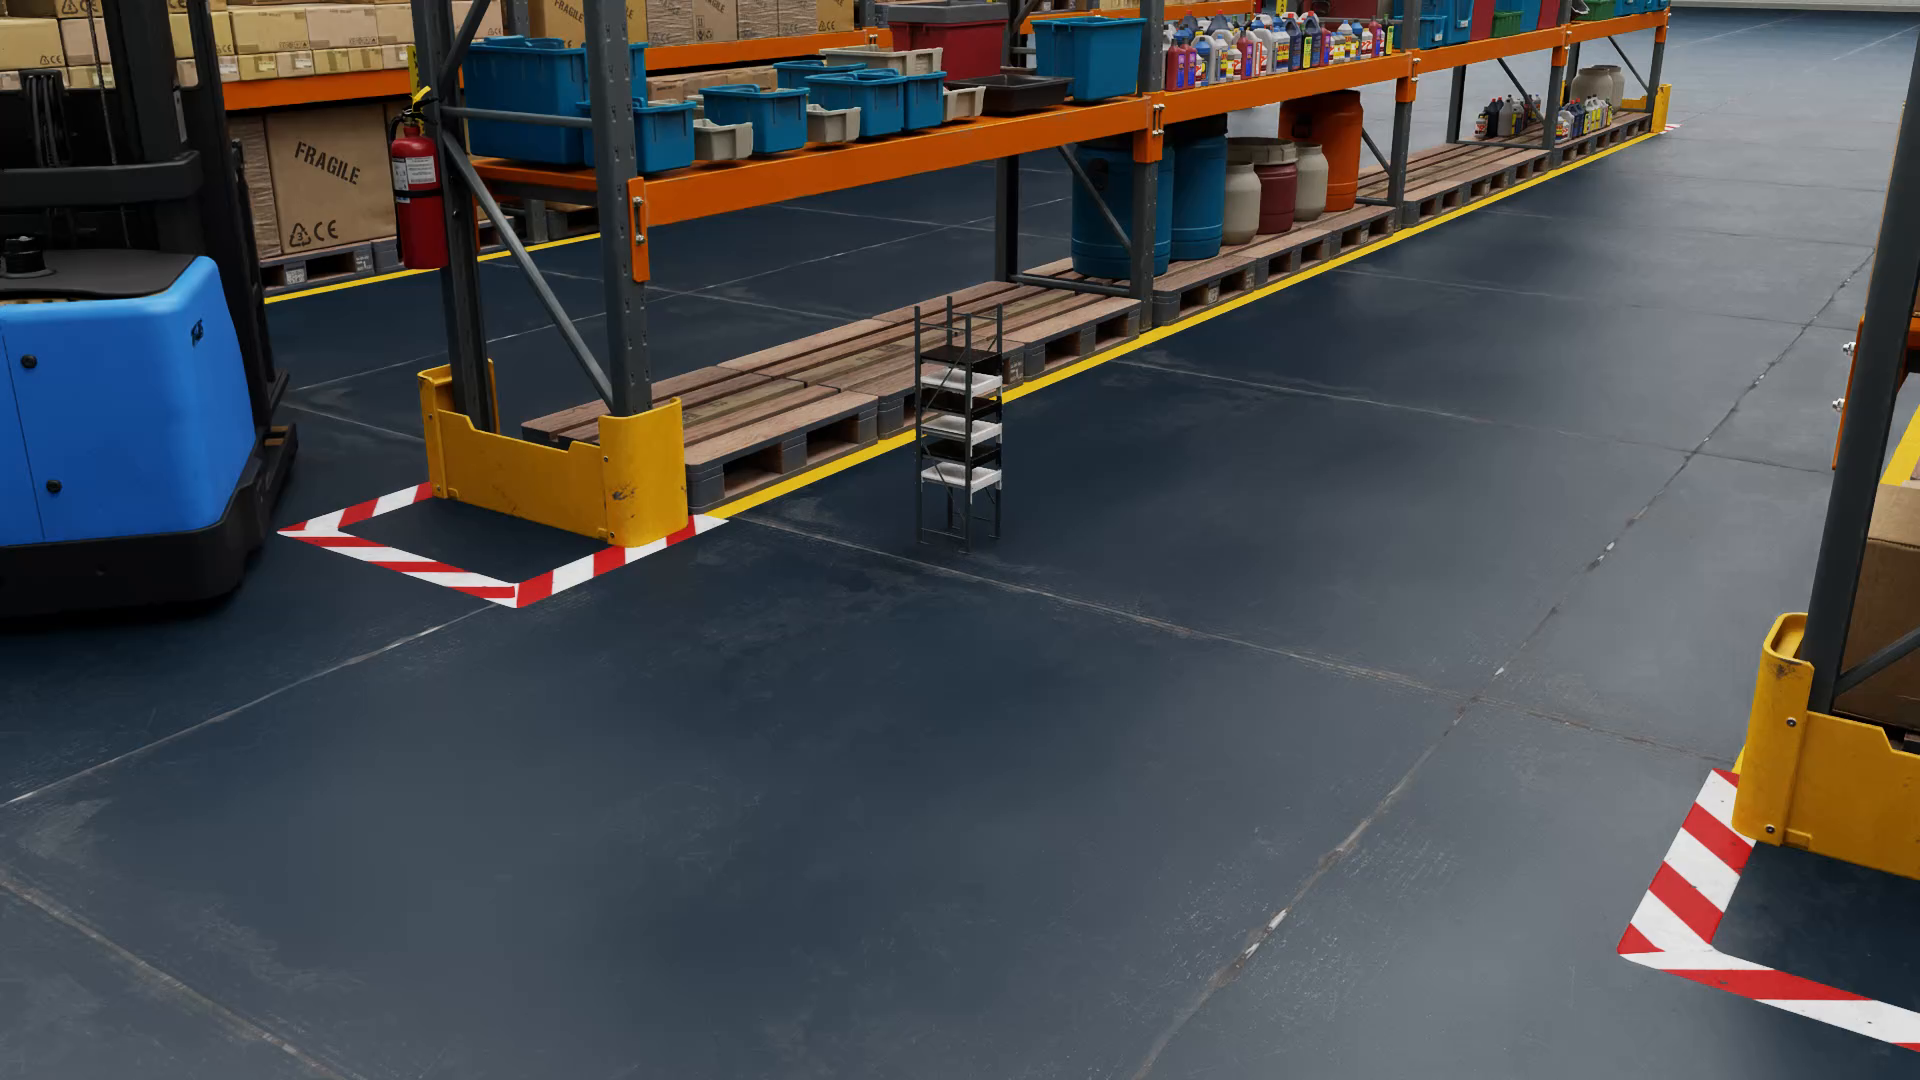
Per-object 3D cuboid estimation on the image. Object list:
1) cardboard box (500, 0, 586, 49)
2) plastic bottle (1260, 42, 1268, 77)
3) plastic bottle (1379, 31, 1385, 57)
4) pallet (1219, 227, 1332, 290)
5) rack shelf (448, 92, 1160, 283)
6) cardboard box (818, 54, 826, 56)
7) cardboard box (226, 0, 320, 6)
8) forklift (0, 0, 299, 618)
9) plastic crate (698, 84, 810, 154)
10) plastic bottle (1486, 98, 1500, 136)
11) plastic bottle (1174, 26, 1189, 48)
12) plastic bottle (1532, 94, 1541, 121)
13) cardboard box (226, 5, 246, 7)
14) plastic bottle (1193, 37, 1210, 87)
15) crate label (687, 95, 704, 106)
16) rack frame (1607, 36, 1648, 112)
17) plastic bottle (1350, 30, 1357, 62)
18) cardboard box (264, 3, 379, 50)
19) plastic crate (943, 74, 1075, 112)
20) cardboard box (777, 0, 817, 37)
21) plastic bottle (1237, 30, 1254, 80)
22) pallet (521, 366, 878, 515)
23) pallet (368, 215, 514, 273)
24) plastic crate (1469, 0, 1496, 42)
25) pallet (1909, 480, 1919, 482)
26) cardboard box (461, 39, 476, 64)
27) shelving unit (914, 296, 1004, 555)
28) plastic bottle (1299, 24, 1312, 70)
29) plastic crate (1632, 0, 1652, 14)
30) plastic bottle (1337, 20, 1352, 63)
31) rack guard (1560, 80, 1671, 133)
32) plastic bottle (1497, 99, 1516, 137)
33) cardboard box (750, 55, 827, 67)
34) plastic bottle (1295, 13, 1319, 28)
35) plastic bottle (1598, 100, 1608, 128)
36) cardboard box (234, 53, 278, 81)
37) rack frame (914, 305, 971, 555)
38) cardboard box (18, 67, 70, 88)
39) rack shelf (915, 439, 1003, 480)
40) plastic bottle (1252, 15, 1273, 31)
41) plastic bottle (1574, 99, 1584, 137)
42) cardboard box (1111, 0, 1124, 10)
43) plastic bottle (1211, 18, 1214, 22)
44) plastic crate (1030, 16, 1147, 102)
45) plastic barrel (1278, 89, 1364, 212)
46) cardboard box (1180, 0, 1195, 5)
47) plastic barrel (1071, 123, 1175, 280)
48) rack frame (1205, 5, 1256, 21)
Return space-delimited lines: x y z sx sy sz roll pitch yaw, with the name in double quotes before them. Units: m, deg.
"cardboard box" -2.982 -3.785 12.029 0.500 0.500 0.500 13 24 32
"plastic bottle" 1.833 -2.948 10.197 0.097 0.201 0.097 0 20 0
"plastic bottle" 2.943 -3.515 11.729 0.097 0.201 0.097 0 20 0
"pallet" 1.803 -1.946 11.221 1.003 0.211 1.213 13 24 32
"rack shelf" -0.475 -1.778 7.784 1.077 0.370 4.000 13 24 32
"cardboard box" -2.080 -6.573 22.168 0.875 0.875 0.875 13 24 32
"cardboard box" -4.500 -3.698 10.645 0.500 0.500 0.500 12 24 30
"forklift" -3.327 -1.576 6.302 1.130 2.935 3.031 -5 21 -14
"plastic crate" -0.818 -1.686 6.655 0.416 0.233 0.300 13 24 32
"plastic bottle" 5.270 -4.189 16.450 0.144 0.351 0.185 13 24 30
"plastic bottle" 1.412 -3.140 10.616 0.097 0.271 0.097 0 20 0
"plastic bottle" 6.118 -4.599 17.673 0.097 0.271 0.097 0 20 0
"cardboard box" -4.782 -3.209 10.403 0.500 0.250 0.500 13 24 32
"plastic bottle" 1.388 -2.753 9.570 0.097 0.271 0.097 0 20 0
"crate label" -0.979 -1.880 7.317 0.396 0.136 0.243 13 24 32
"rack frame" 7.392 -6.132 18.520 0.949 2.616 0.053 13 24 32
"plastic bottle" 2.649 -3.365 11.323 0.097 0.201 0.097 0 20 0
"cardboard box" -4.054 -3.251 10.516 0.500 0.250 0.500 14 24 33
"plastic crate" 0.242 -2.214 8.238 0.437 0.125 0.590 13 24 32
"cardboard box" -1.556 -4.517 14.010 0.500 0.500 0.500 13 24 31
"plastic bottle" 1.708 -2.911 9.979 0.061 0.283 0.133 13 24 32
"pallet" -1.104 -0.462 7.211 1.003 0.211 1.213 13 24 32
"pallet" -3.939 -2.144 11.757 1.003 0.211 1.213 13 24 32
"plastic crate" 4.059 -4.270 13.394 0.402 0.464 0.583 13 24 32
"pallet" 3.672 0.135 5.597 1.003 0.211 1.213 13 24 32
"cardboard box" -3.492 -3.311 11.256 0.380 0.149 0.250 14 24 33
"shelving unit" -0.005 -0.420 6.103 0.258 0.900 0.210 13 24 32
"plastic bottle" 2.202 -3.163 10.661 0.061 0.283 0.133 13 24 32
"plastic crate" 6.991 -5.675 17.497 0.499 0.251 0.408 13 24 32
"plastic bottle" 2.595 -3.369 11.236 0.097 0.271 0.097 0 20 0
"rack guard" 7.391 -4.929 18.868 1.175 0.500 0.348 13 24 32
"plastic bottle" 5.389 -4.161 16.374 0.144 0.351 0.185 13 24 32
"cardboard box" -1.604 -3.809 14.696 1.225 0.875 0.875 12 23 29
"plastic bottle" 2.513 -3.688 12.089 0.152 0.276 0.135 13 24 32
"plastic bottle" 6.561 -4.381 17.078 0.152 0.276 0.135 13 24 32
"cardboard box" -4.360 -2.868 10.058 0.380 0.149 0.250 13 24 30
"rack frame" -0.062 -0.391 6.024 0.240 0.900 0.006 13 24 32
"cardboard box" -5.080 -2.501 9.064 0.380 0.149 0.250 13 24 31
"rack shelf" -0.005 -0.304 6.145 0.258 0.077 0.200 13 24 32
"plastic bottle" 2.127 -3.584 11.810 0.152 0.276 0.135 13 24 32
"plastic bottle" 6.050 -4.153 16.353 0.144 0.351 0.185 12 24 30
"cardboard box" 1.571 -5.904 18.266 0.380 0.149 0.250 13 24 32
"plastic bottle" 1.700 -3.398 11.296 0.061 0.283 0.133 13 24 32
"plastic crate" 0.669 -2.509 8.661 0.392 0.384 0.575 13 24 32
"plastic barrel" 2.637 -2.872 12.228 0.600 0.830 0.708 13 24 32
"cardboard box" 2.553 -6.407 19.625 0.380 0.149 0.250 13 24 32
"plastic barrel" 0.969 -2.054 9.914 0.600 0.901 0.708 13 24 32
"rack frame" 3.299 -7.098 21.130 1.000 3.000 0.127 13 24 32
